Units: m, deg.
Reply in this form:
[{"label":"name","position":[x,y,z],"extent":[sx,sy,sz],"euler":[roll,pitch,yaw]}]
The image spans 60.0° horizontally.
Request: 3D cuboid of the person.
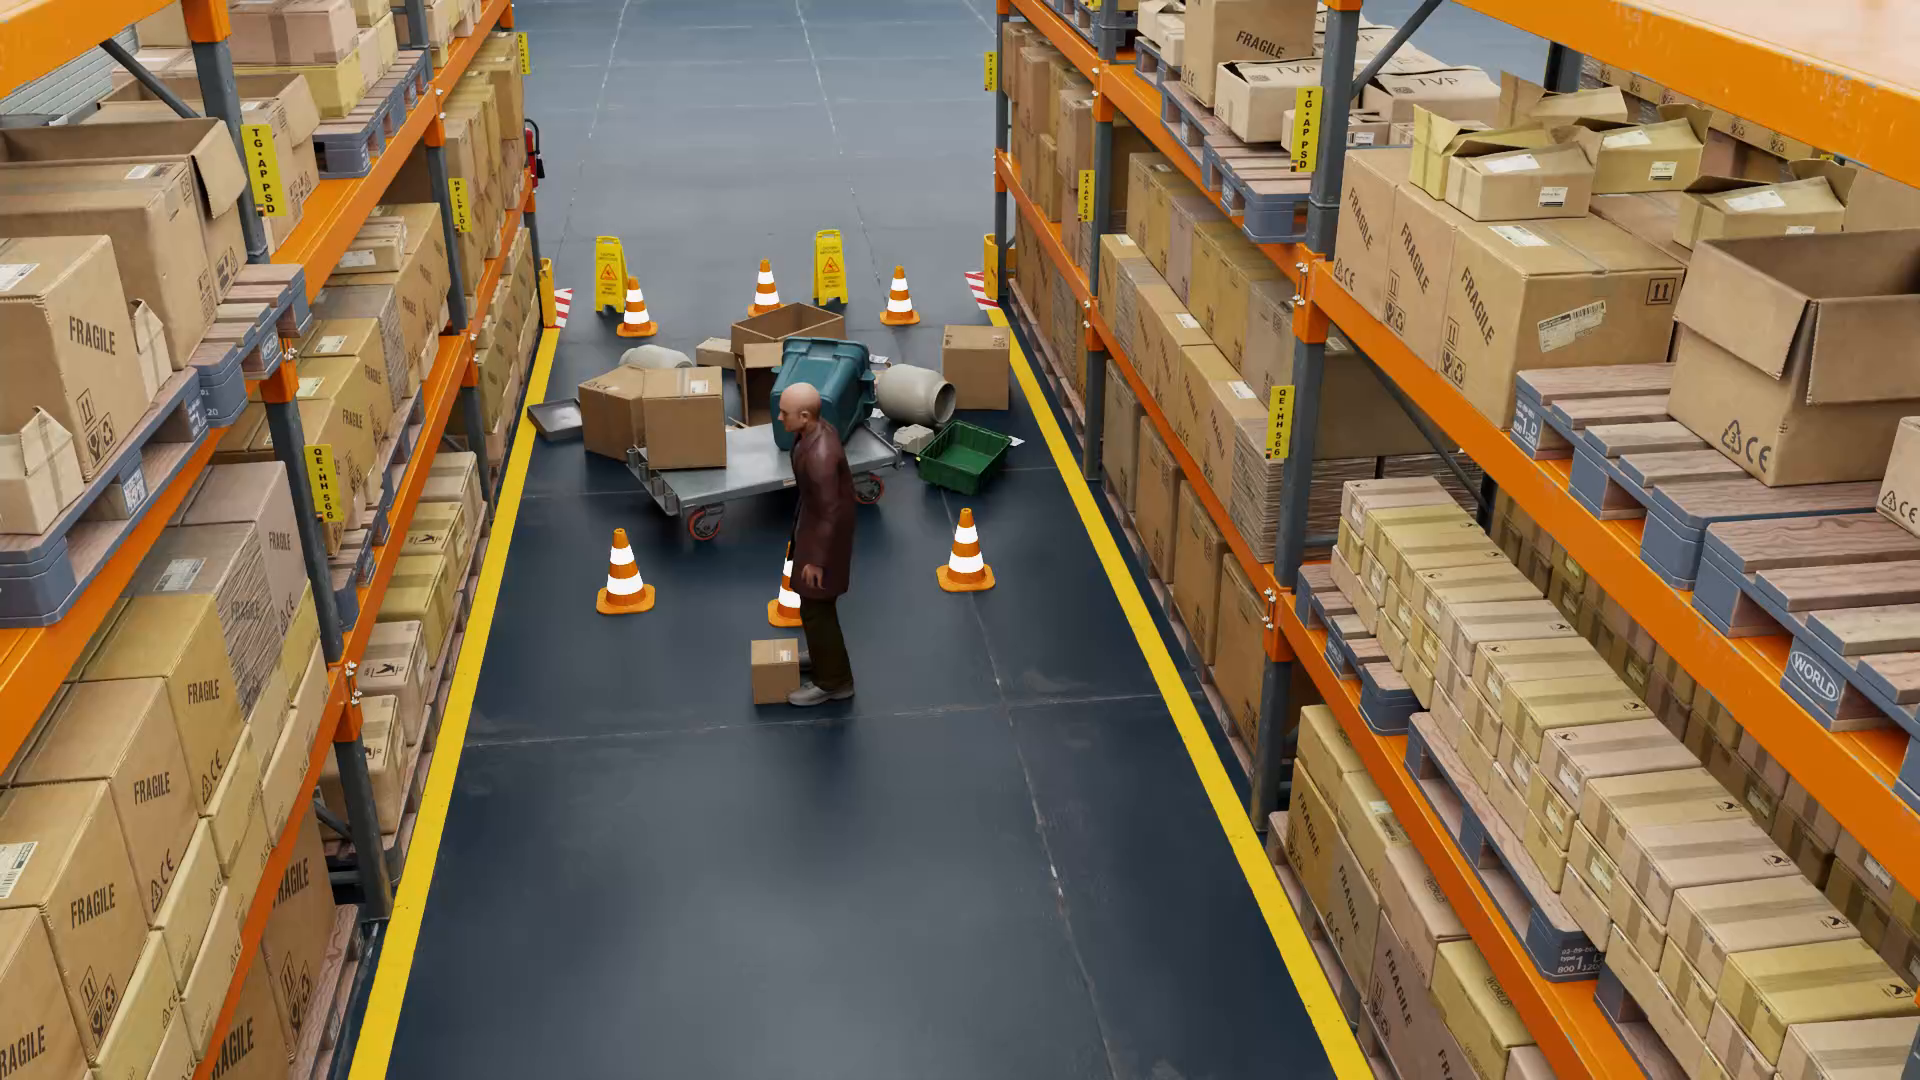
[{"label":"person","position":[-0.742,0.009,8.614],"extent":[0.417,1.774,0.656],"euler":[-5,27,-9]}]
